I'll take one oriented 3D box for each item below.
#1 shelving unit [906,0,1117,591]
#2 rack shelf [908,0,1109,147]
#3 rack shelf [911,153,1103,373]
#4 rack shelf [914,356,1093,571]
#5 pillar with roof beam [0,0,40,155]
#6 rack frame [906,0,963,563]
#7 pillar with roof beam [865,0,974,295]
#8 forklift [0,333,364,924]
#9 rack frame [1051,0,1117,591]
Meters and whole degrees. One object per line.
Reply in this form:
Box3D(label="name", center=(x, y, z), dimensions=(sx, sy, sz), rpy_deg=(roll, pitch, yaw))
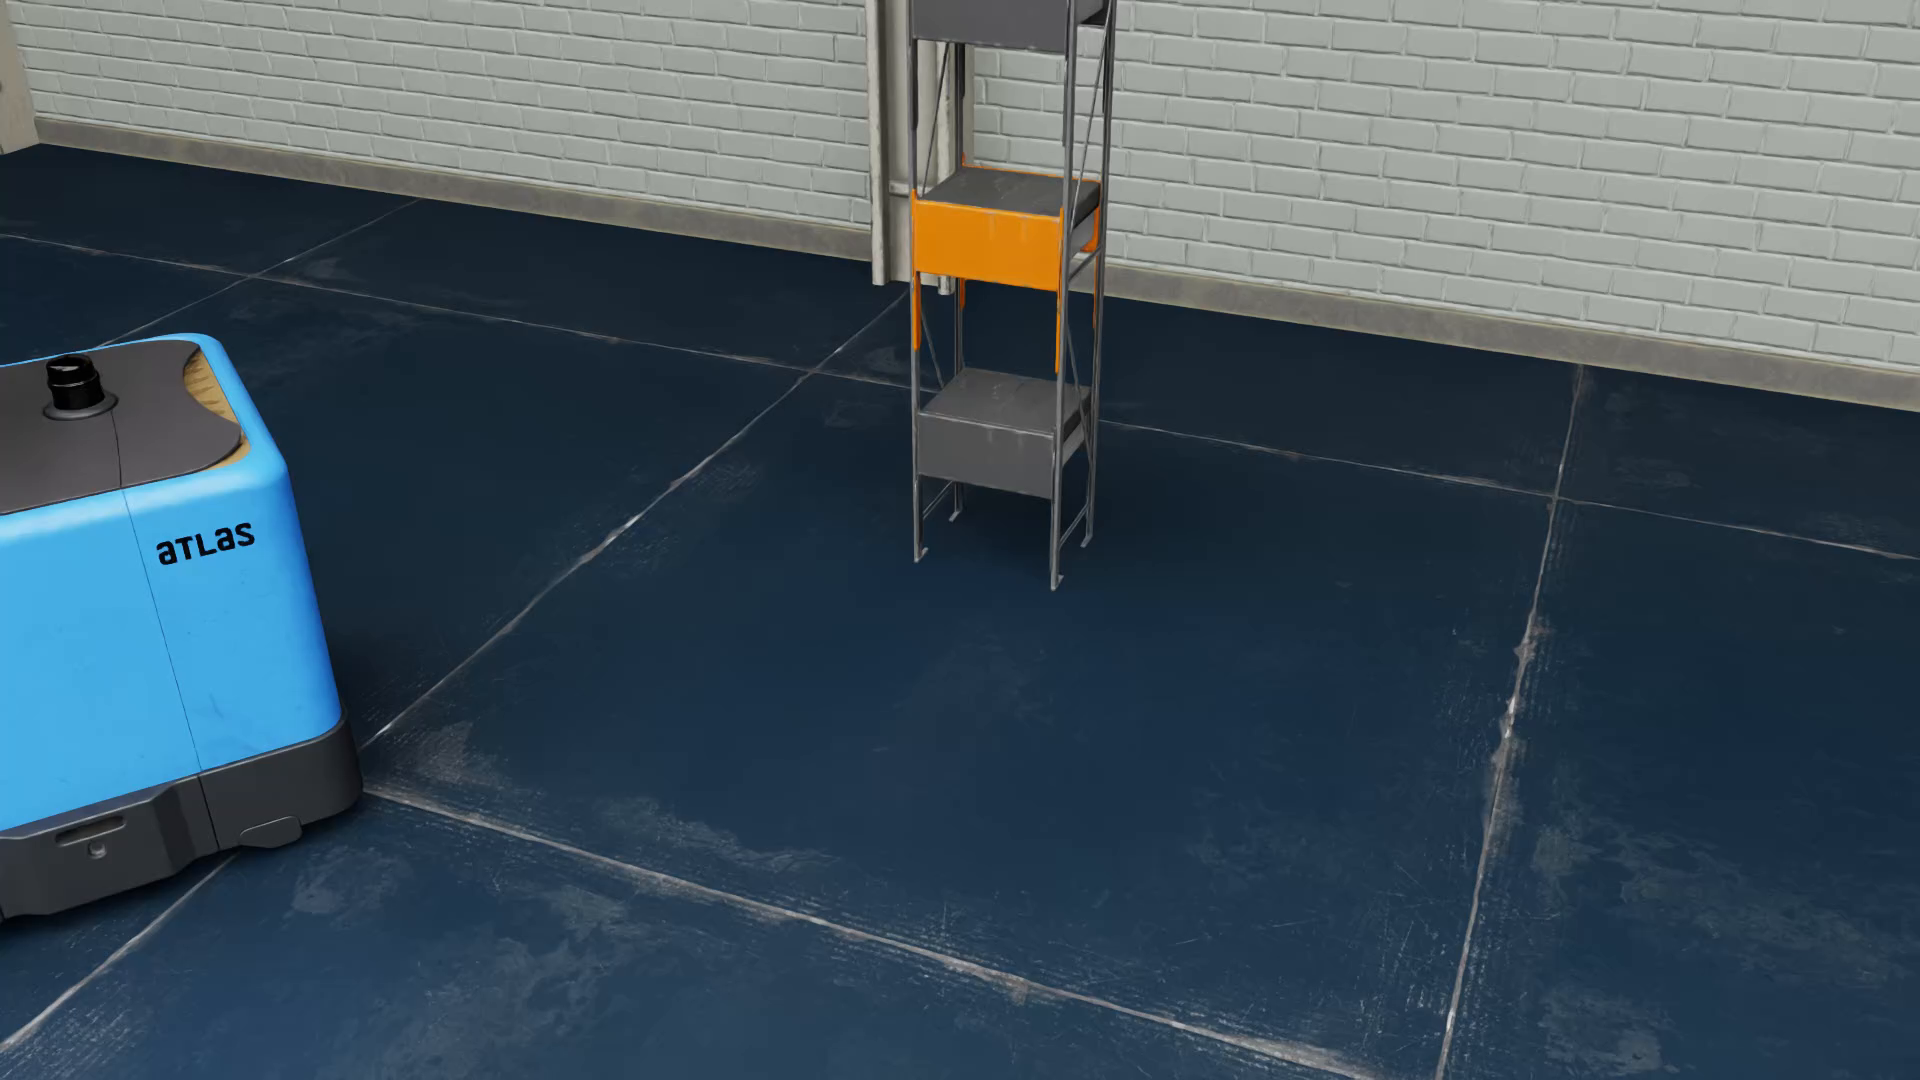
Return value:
Box3D(label="shelving unit", center=(0.153, -0.883, 5.179), dimensions=(0.503, 2.100, 0.431), rpy_deg=(11, 31, 19))
Box3D(label="rack shelf", center=(0.153, -1.481, 4.841), dimensions=(0.480, 0.518, 0.431), rpy_deg=(11, 31, 19))
Box3D(label="rack shelf", center=(0.153, -0.872, 5.186), dimensions=(0.480, 0.518, 0.431), rpy_deg=(11, 31, 19))
Box3D(label="rack shelf", center=(0.153, -0.262, 5.530), dimensions=(0.480, 0.518, 0.431), rpy_deg=(11, 31, 19))
Box3D(label="pillar with roof beam", center=(-7.355, -4.314, 4.238), dimensions=(0.400, 9.000, 9.100), rpy_deg=(11, 31, 19))
Box3D(label="rack frame", center=(-0.073, -0.929, 5.259), dimensions=(0.015, 2.100, 0.400), rpy_deg=(11, 31, 19))
Box3D(label="pillar with roof beam", center=(-1.795, -3.204, 2.274), dimensions=(0.400, 9.000, 9.100), rpy_deg=(11, 31, 19))
Box3D(label="forklift", center=(-3.117, -0.360, 3.408), dimensions=(3.031, 2.935, 1.130), rpy_deg=(-16, 33, -27))
Box3D(label="rack frame", center=(0.379, -0.838, 5.099), dimensions=(0.015, 2.100, 0.400), rpy_deg=(11, 31, 19))
